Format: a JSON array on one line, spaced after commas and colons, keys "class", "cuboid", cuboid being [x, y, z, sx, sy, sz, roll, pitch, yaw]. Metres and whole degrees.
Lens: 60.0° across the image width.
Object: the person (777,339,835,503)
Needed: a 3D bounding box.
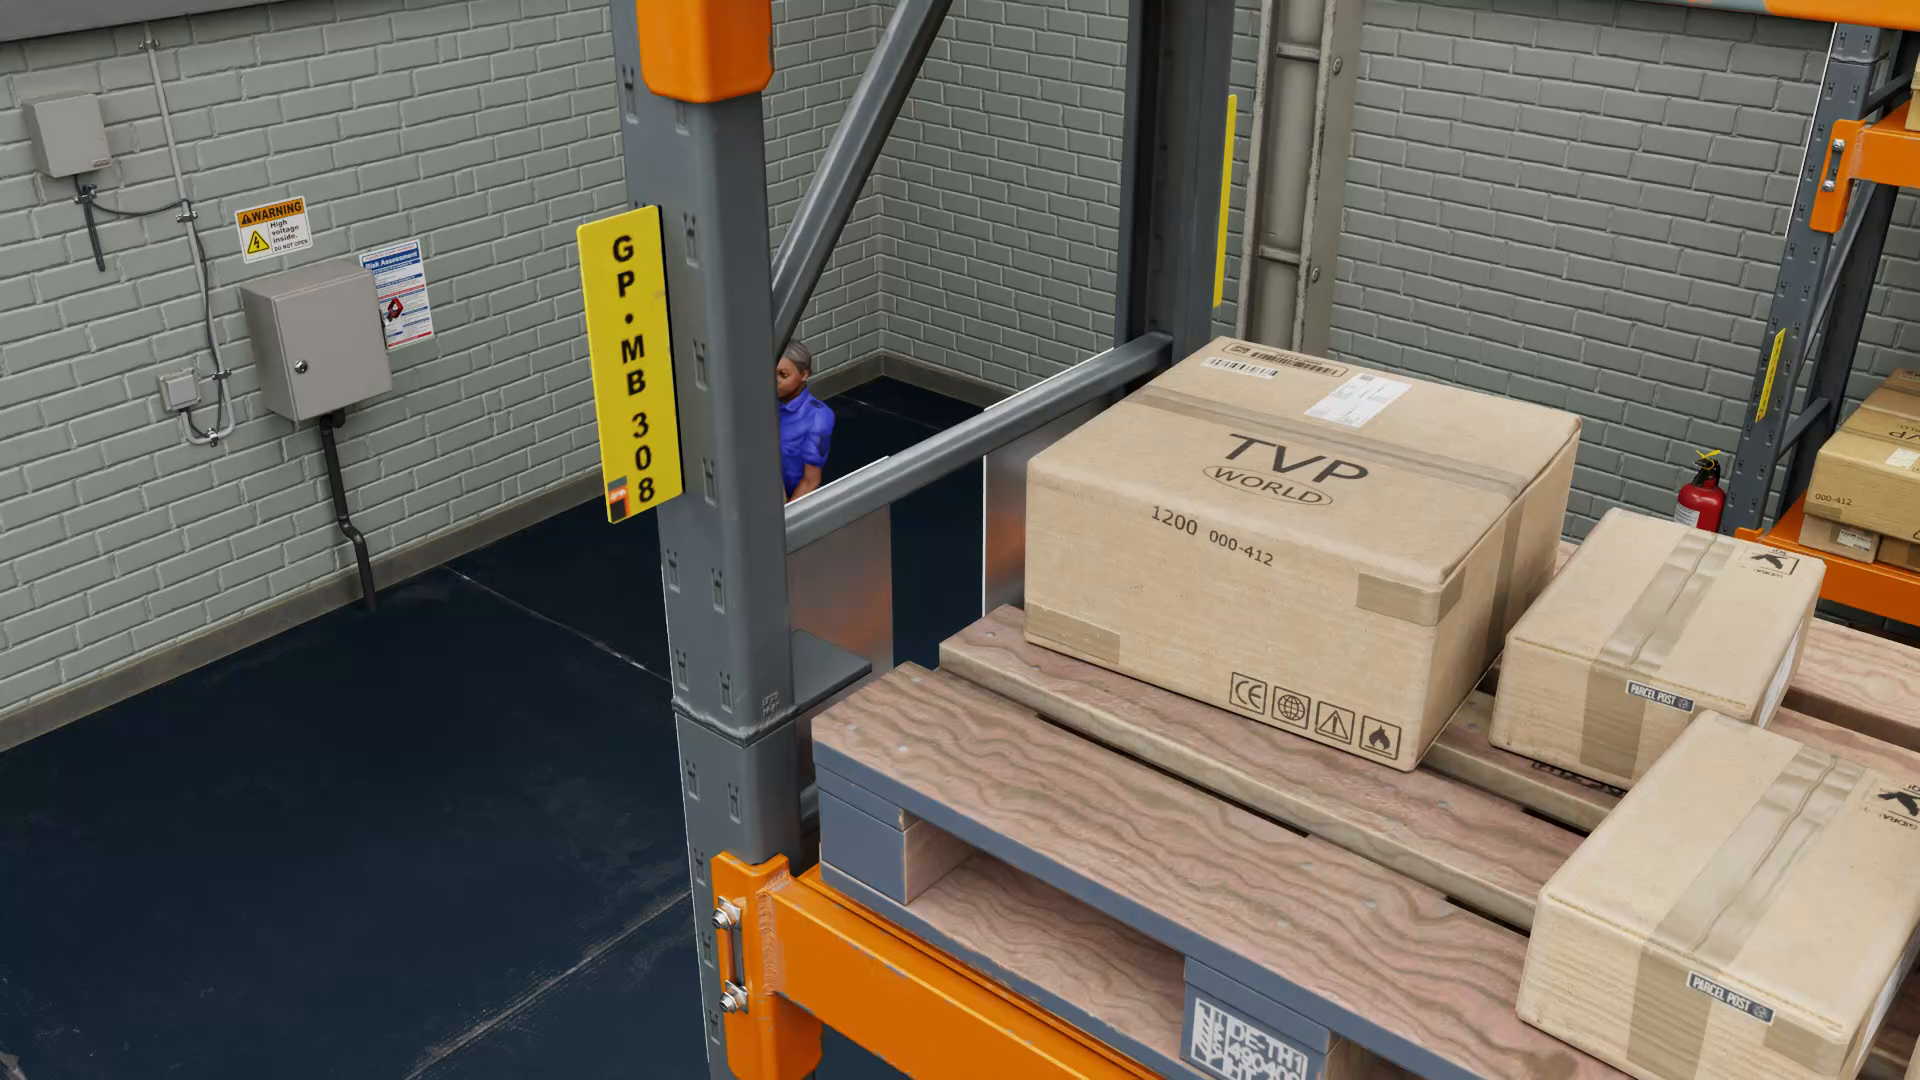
[{"class": "person", "cuboid": [-0.791, -0.060, 7.250, 0.441, 1.656, 0.499, 20, 34, 34]}]
